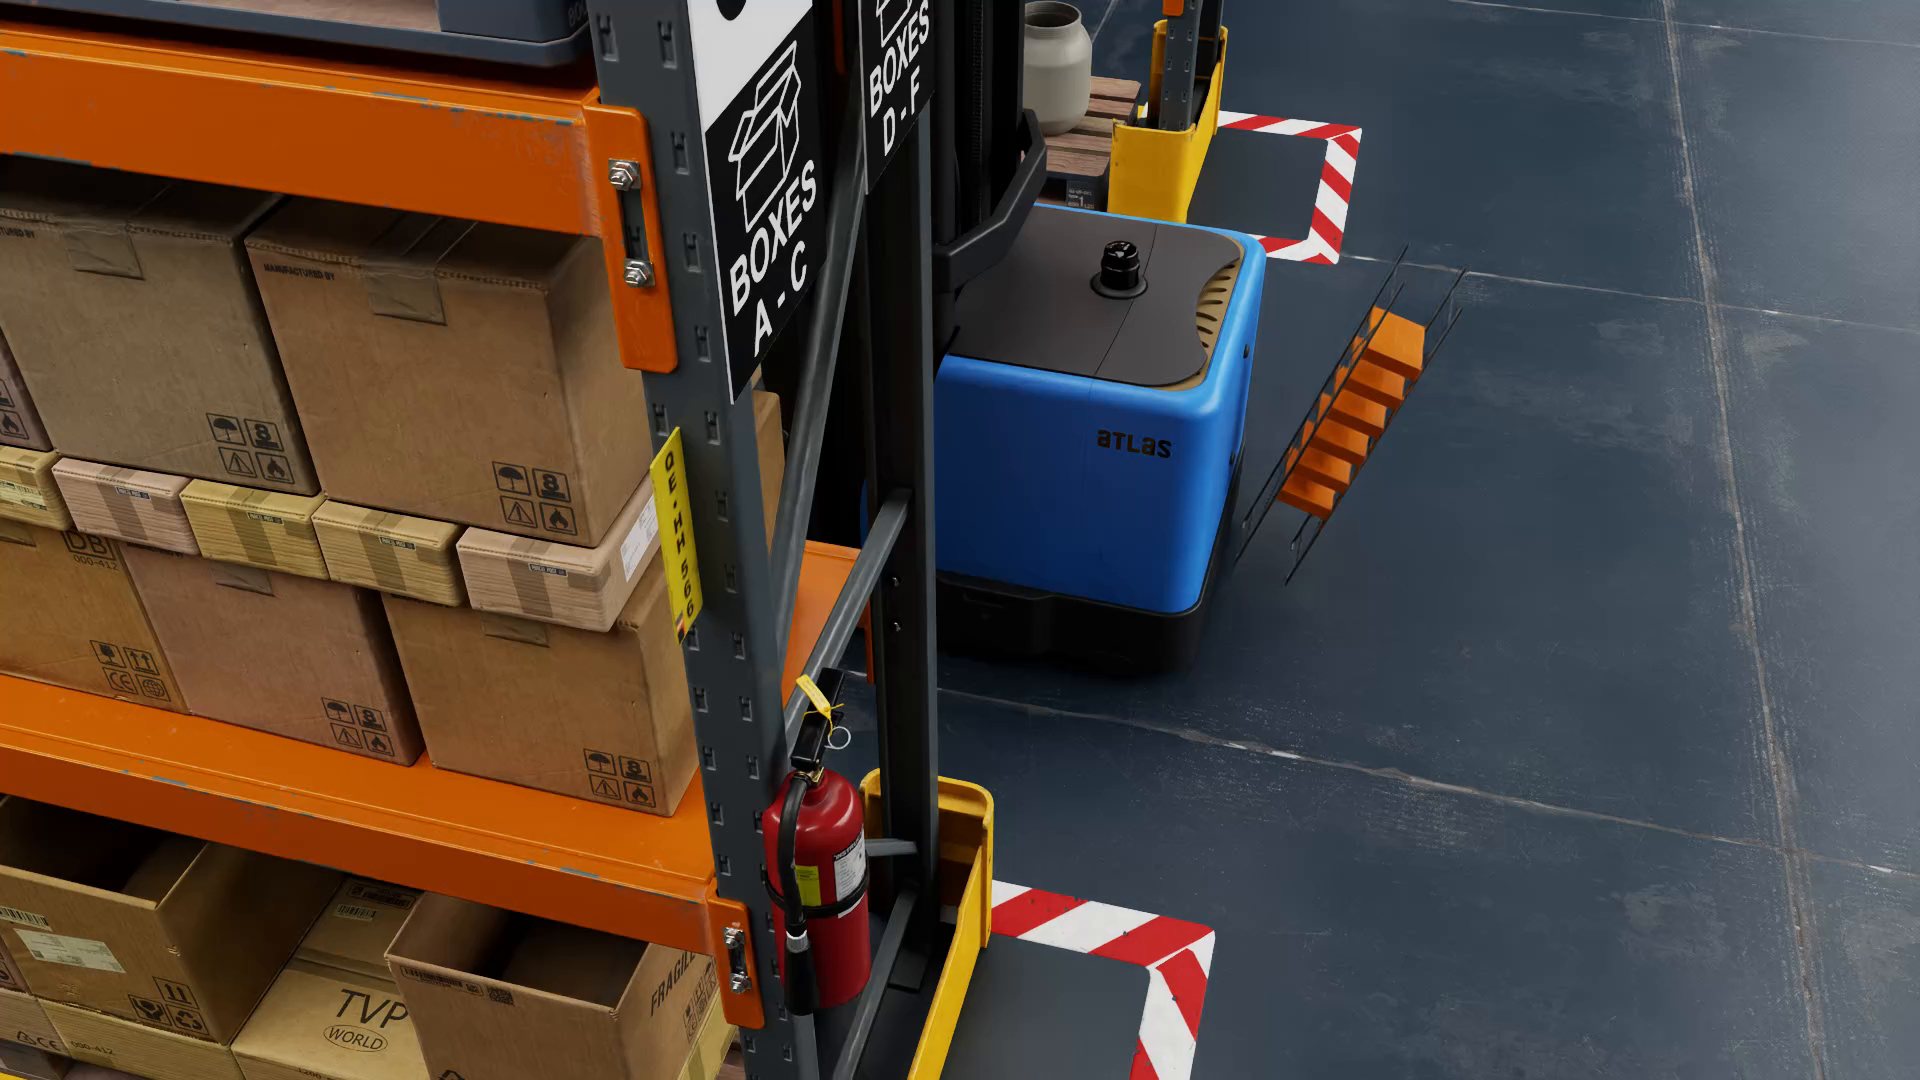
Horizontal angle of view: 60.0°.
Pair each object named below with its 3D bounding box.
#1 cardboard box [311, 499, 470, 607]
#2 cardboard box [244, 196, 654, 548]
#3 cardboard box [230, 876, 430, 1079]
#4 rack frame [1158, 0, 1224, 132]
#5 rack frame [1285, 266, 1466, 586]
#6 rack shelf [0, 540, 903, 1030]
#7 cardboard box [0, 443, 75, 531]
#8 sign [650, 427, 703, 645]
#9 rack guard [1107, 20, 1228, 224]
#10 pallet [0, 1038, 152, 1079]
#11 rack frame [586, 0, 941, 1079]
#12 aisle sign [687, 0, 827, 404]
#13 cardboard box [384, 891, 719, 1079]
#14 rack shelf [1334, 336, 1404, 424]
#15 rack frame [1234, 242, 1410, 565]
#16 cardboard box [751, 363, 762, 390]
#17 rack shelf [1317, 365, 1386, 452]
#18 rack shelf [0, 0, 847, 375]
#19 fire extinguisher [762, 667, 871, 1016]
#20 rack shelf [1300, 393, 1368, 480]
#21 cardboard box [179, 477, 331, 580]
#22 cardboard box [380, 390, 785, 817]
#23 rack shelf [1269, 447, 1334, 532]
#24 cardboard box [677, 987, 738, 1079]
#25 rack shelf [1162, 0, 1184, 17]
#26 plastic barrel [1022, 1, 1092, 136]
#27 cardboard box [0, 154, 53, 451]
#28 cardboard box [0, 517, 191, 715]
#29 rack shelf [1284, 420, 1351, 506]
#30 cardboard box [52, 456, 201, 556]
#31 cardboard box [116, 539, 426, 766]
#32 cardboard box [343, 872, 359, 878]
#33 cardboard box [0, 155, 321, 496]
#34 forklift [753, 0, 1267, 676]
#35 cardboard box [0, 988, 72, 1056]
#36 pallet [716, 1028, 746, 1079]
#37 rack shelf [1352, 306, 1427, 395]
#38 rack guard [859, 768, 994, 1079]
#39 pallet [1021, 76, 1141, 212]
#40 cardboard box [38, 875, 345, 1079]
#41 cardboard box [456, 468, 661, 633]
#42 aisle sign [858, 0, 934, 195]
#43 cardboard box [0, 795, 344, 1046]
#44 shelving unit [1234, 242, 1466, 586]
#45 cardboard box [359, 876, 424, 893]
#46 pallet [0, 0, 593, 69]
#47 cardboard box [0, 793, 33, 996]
[{"bbox_3d":[-0.913,-0.078,2.928,0.250,0.149,0.380,11,41,13],"label":"cardboard box"},{"bbox_3d":[-0.740,-0.433,2.846,0.500,0.500,0.700,10,41,12],"label":"cardboard box"},{"bbox_3d":[-1.322,1.108,3.910,0.500,0.250,0.500,10,41,11],"label":"cardboard box"},{"bbox_3d":[1.043,-2.880,6.847,0.127,3.000,1.000,10,41,11],"label":"rack frame"},{"bbox_3d":[1.295,-0.330,5.251,0.006,1.200,0.240,23,42,0],"label":"rack frame"},{"bbox_3d":[-2.173,0.140,3.811,4.000,0.370,1.077,10,41,11],"label":"rack shelf"},{"bbox_3d":[-1.656,-0.207,3.082,0.250,0.149,0.380,11,41,13],"label":"cardboard box"},{"bbox_3d":[-0.395,-0.003,2.336,0.005,0.325,0.100,10,41,11],"label":"sign"},{"bbox_3d":[0.957,-1.906,7.631,0.348,0.500,1.175,10,41,11],"label":"rack guard"},{"bbox_3d":[-2.166,0.959,4.444,1.213,0.211,1.003,10,41,11],"label":"pallet"},{"bbox_3d":[-0.241,0.197,3.183,0.127,3.000,1.000,10,41,11],"label":"rack frame"},{"bbox_3d":[-0.254,-0.605,2.117,0.004,0.787,0.394,10,41,11],"label":"aisle sign"},{"bbox_3d":[-0.836,0.897,3.577,0.500,0.500,0.500,10,41,11],"label":"cardboard box"},{"bbox_3d":[1.268,-0.499,5.119,0.180,0.103,0.258,23,42,0],"label":"rack shelf"},{"bbox_3d":[1.127,-0.401,5.250,0.006,1.200,0.240,23,42,0],"label":"rack frame"},{"bbox_3d":[-0.565,-0.289,3.180,0.250,0.149,0.380,9,41,11],"label":"cardboard box"},{"bbox_3d":[1.233,-0.417,5.200,0.180,0.103,0.258,23,42,0],"label":"rack shelf"},{"bbox_3d":[-2.173,-1.009,2.846,4.000,0.370,1.077,10,41,11],"label":"rack shelf"},{"bbox_3d":[-0.247,0.535,2.841,0.183,0.674,0.296,10,41,11],"label":"fire extinguisher"},{"bbox_3d":[1.198,-0.335,5.280,0.180,0.103,0.258,23,42,0],"label":"rack shelf"},{"bbox_3d":[-1.160,-0.120,2.979,0.250,0.149,0.380,9,41,11],"label":"cardboard box"},{"bbox_3d":[-0.689,0.073,3.253,0.500,0.500,0.700,10,41,11],"label":"cardboard box"},{"bbox_3d":[1.128,-0.172,5.442,0.180,0.103,0.258,23,42,0],"label":"rack shelf"},{"bbox_3d":[-0.836,1.183,3.820,0.500,0.250,0.500,10,41,11],"label":"cardboard box"},{"bbox_3d":[-0.889,-2.937,7.474,4.000,0.370,1.077,10,41,11],"label":"rack shelf"},{"bbox_3d":[0.387,-2.150,7.586,0.421,0.512,0.421,0,40,0],"label":"plastic barrel"},{"bbox_3d":[-1.737,-0.600,3.046,0.500,0.500,0.700,10,41,12],"label":"cardboard box"},{"bbox_3d":[-1.676,-0.098,3.456,0.500,0.500,0.700,10,41,12],"label":"cardboard box"},{"bbox_3d":[1.163,-0.254,5.361,0.180,0.103,0.258,23,42,0],"label":"rack shelf"},{"bbox_3d":[-1.402,-0.163,3.030,0.250,0.149,0.380,10,41,12],"label":"cardboard box"},{"bbox_3d":[-1.198,-0.011,3.353,0.500,0.500,0.700,11,41,13],"label":"cardboard box"},{"bbox_3d":[-1.669,0.697,4.399,0.500,0.250,0.500,10,41,11],"label":"cardboard box"},{"bbox_3d":[-1.250,-0.517,2.946,0.500,0.500,0.700,9,41,10],"label":"cardboard box"},{"bbox_3d":[-0.599,-1.236,4.943,3.031,2.935,1.130,11,41,13],"label":"forklift"},{"bbox_3d":[-2.288,0.941,4.108,0.500,0.250,0.500,10,41,11],"label":"cardboard box"},{"bbox_3d":[-0.991,1.163,4.201,1.213,0.211,1.003,10,41,11],"label":"pallet"},{"bbox_3d":[1.303,-0.580,5.039,0.180,0.103,0.258,23,42,0],"label":"rack shelf"},{"bbox_3d":[-0.218,1.158,3.983,0.348,0.500,1.175,10,41,11],"label":"rack guard"},{"bbox_3d":[0.174,-1.934,7.889,1.213,0.211,1.003,10,41,11],"label":"pallet"},{"bbox_3d":[-1.805,1.026,4.008,0.500,0.250,0.500,10,41,11],"label":"cardboard box"},{"bbox_3d":[-0.660,-0.035,2.877,0.250,0.149,0.380,9,41,11],"label":"cardboard box"},{"bbox_3d":[-0.099,-0.978,2.561,0.004,0.787,0.394,10,41,11],"label":"aisle sign"},{"bbox_3d":[-1.806,0.740,3.765,0.500,0.500,0.500,10,41,11],"label":"cardboard box"},{"bbox_3d":[1.211,-0.366,5.251,0.189,1.200,0.258,23,42,0],"label":"shelving unit"},{"bbox_3d":[-1.186,0.781,4.300,0.500,0.250,0.500,10,41,11],"label":"cardboard box"},{"bbox_3d":[-0.918,-1.052,2.406,1.213,0.211,1.003,10,41,11],"label":"pallet"},{"bbox_3d":[-2.289,0.656,3.864,0.500,0.500,0.500,10,41,11],"label":"cardboard box"}]
